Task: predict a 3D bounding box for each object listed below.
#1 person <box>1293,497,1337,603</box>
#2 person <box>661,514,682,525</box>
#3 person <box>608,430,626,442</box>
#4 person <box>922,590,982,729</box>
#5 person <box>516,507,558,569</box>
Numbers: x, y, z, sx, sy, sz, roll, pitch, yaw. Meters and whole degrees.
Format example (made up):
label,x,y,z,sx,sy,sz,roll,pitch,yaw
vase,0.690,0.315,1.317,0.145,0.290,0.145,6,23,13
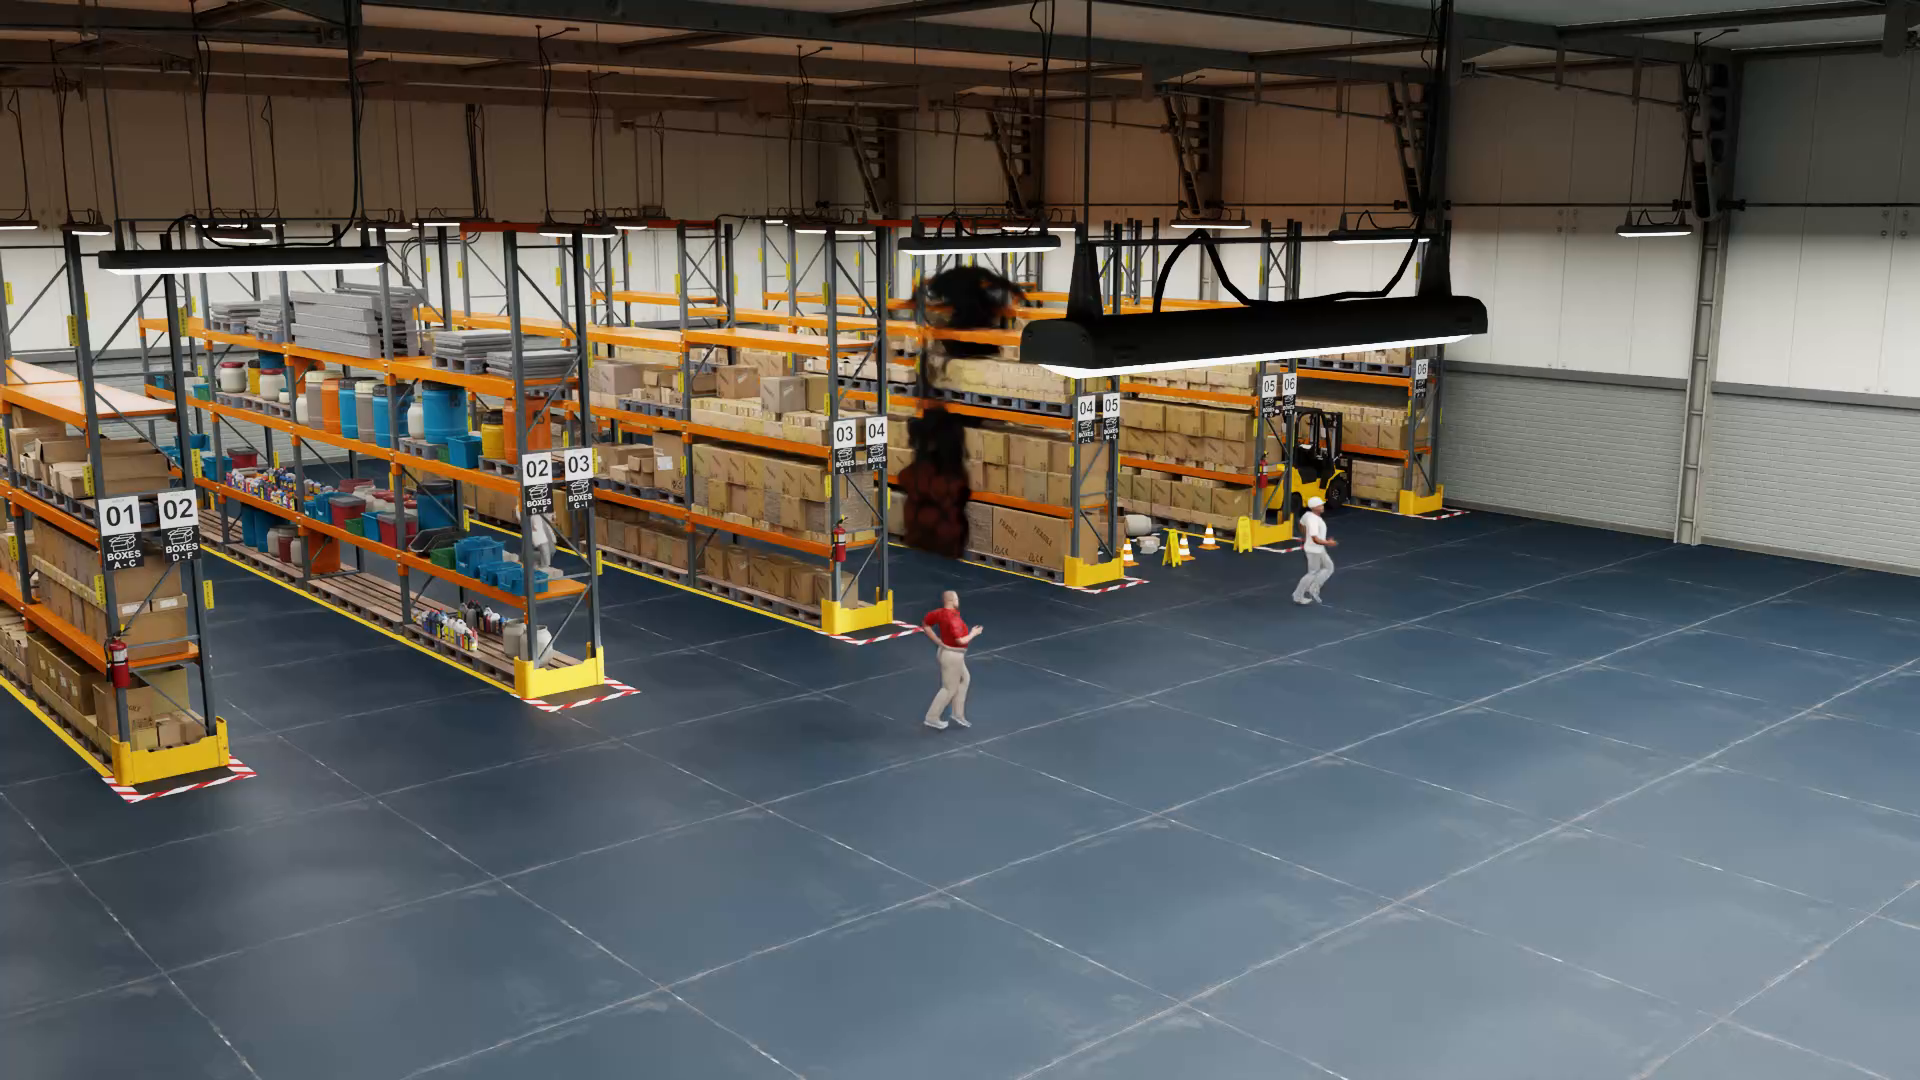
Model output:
label,x,y,z,sx,sy,sz,roll,pitch,yaw
person,5.691,0.172,26.619,0.665,1.760,0.699,2,12,11
person,-5.635,-1.025,32.566,0.941,1.677,0.613,11,16,43
person,-8.543,-2.799,41.424,0.546,1.697,0.593,1,11,3
person,-0.104,1.482,20.217,0.755,1.791,0.640,-4,12,-19
person,-7.157,-0.140,28.276,0.826,1.691,0.715,9,15,39
